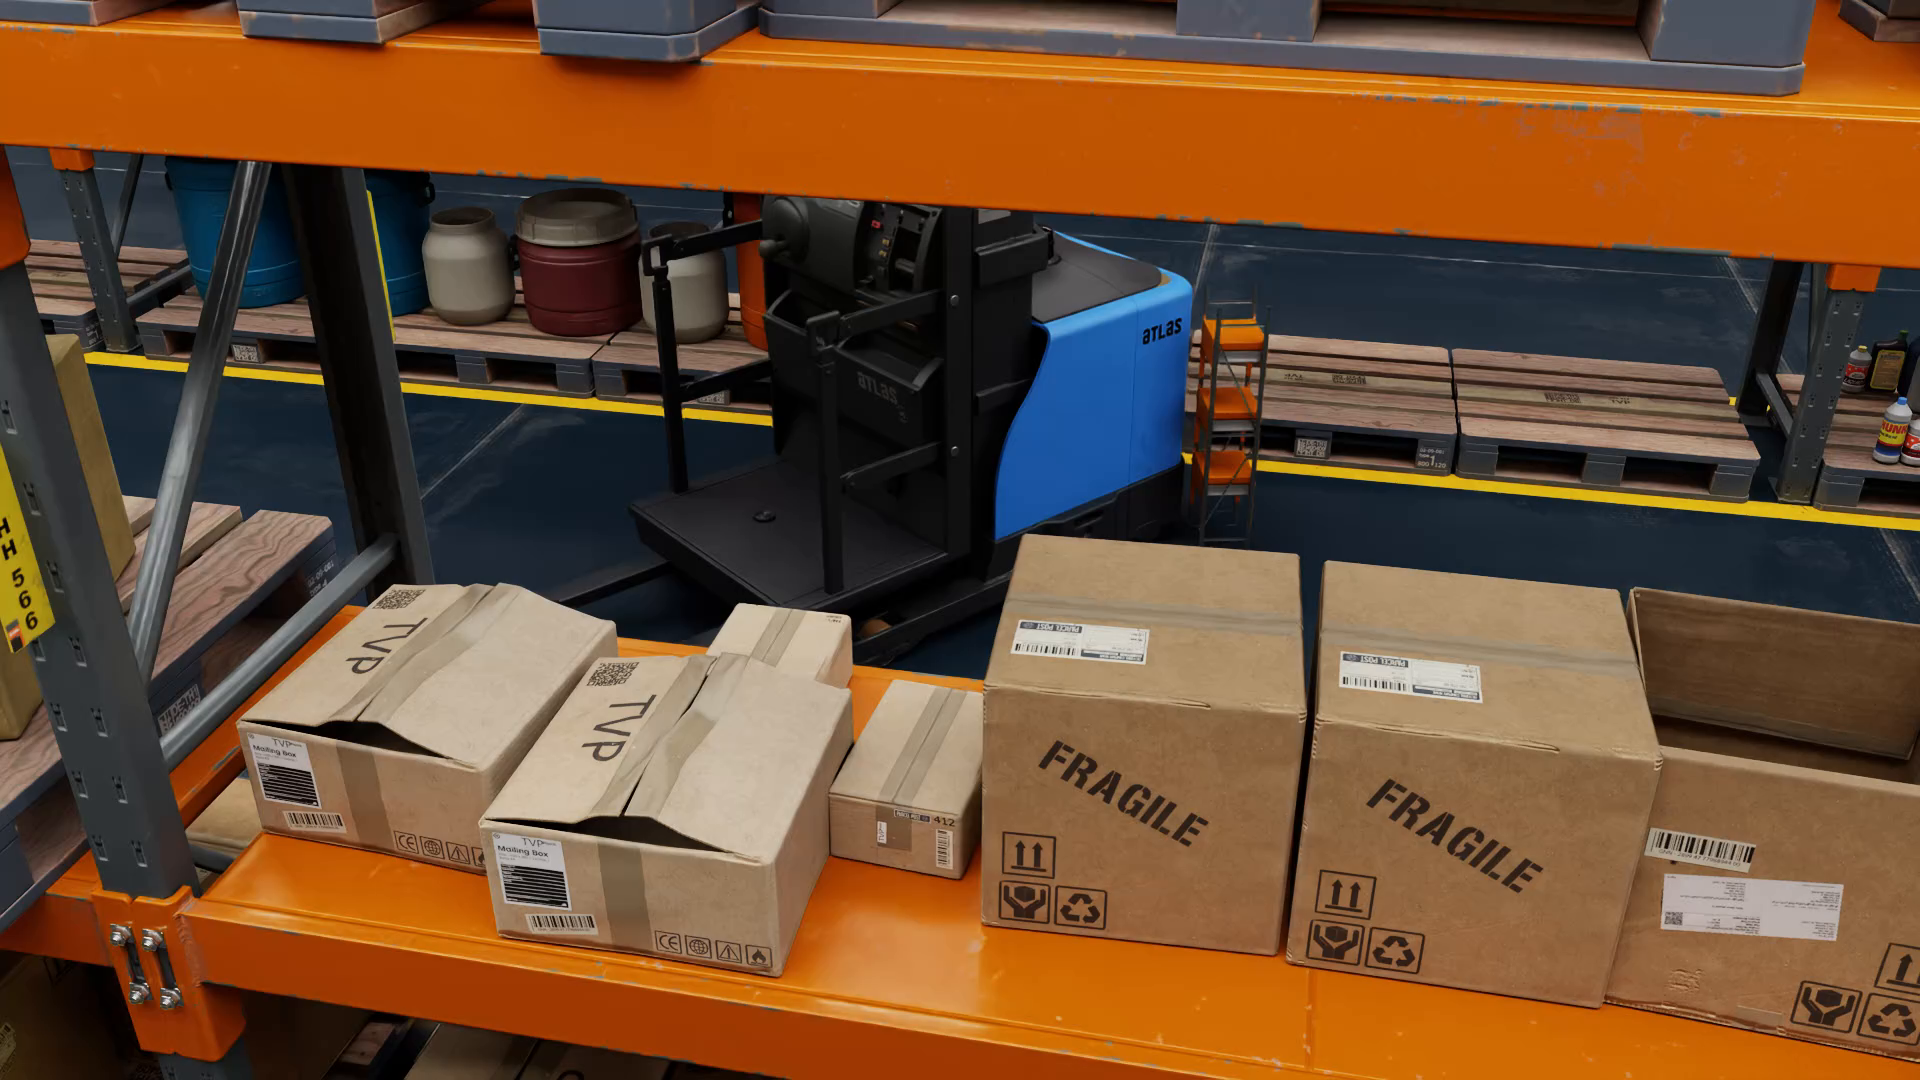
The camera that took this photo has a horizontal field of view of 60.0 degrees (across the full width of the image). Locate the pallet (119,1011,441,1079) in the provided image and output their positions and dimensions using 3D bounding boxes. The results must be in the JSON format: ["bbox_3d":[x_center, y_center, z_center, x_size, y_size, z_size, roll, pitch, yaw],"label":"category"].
[{"bbox_3d":[-2.046,1.355,4.055,1.213,0.211,1.003,6,29,11],"label":"pallet"}]

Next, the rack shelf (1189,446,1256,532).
[{"bbox_3d":[1.044,-0.205,6.631,0.215,0.259,0.240,-1,29,-2],"label":"rack shelf"}]

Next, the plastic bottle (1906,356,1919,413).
[{"bbox_3d":[4.286,-0.734,7.268,0.185,0.351,0.144,6,29,11],"label":"plastic bottle"}]

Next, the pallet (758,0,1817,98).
[{"bbox_3d":[0.453,-0.872,2.291,1.213,0.211,1.003,7,30,13],"label":"pallet"}]

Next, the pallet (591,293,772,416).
[{"bbox_3d":[-1.065,-0.938,8.243,1.213,0.211,1.003,6,29,11],"label":"pallet"}]

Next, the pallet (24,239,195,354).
[{"bbox_3d":[-4.925,-1.335,8.968,1.213,0.211,1.003,6,29,11],"label":"pallet"}]

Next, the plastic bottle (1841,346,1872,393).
[{"bbox_3d":[4.046,-0.776,7.499,0.097,0.201,0.097,0,29,0],"label":"plastic bottle"}]

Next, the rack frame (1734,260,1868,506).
[{"bbox_3d":[3.626,-1.700,6.732,0.127,3.000,1.000,6,29,11],"label":"rack frame"}]

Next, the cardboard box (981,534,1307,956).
[{"bbox_3d":[0.321,0.341,2.899,0.500,0.500,0.500,4,29,8],"label":"cardboard box"}]

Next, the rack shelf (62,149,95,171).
[{"bbox_3d":[-2.242,-1.986,8.004,4.000,0.370,1.077,6,29,11],"label":"rack shelf"}]

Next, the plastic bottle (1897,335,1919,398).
[{"bbox_3d":[4.316,-0.802,7.392,0.185,0.351,0.144,5,29,9],"label":"plastic bottle"}]

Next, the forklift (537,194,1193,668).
[{"bbox_3d":[-0.547,-1.058,5.630,3.031,2.935,1.130,-22,36,-34],"label":"forklift"}]

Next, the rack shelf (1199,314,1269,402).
[{"bbox_3d":[1.044,-0.697,6.362,0.215,0.259,0.240,-1,29,-2],"label":"rack shelf"}]

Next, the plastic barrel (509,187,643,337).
[{"bbox_3d":[-1.872,-1.382,8.225,0.708,0.588,0.600,6,29,11],"label":"plastic barrel"}]

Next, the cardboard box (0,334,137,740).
[{"bbox_3d":[-1.963,-0.014,3.110,0.500,0.500,0.700,-4,29,-6],"label":"cardboard box"}]

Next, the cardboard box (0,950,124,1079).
[{"bbox_3d":[-2.287,1.144,3.681,0.500,0.500,0.500,7,29,13],"label":"cardboard box"}]

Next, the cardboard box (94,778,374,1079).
[{"bbox_3d":[-1.709,0.948,4.039,0.500,0.500,0.500,7,29,13],"label":"cardboard box"}]

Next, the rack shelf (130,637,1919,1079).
[{"bbox_3d":[0.632,0.741,3.023,4.000,0.370,1.077,6,29,11],"label":"rack shelf"}]

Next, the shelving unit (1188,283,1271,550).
[{"bbox_3d":[1.044,-0.458,6.493,0.215,1.050,0.252,-1,29,-2],"label":"shelving unit"}]

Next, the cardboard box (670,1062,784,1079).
[{"bbox_3d":[-0.357,1.240,3.204,0.500,0.311,0.500,5,29,9],"label":"cardboard box"}]

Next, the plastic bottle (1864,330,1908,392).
[{"bbox_3d":[4.166,-0.808,7.473,0.133,0.283,0.061,7,30,13],"label":"plastic bottle"}]

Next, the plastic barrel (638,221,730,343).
[{"bbox_3d":[-1.338,-1.250,8.063,0.421,0.512,0.421,0,29,0],"label":"plastic barrel"}]

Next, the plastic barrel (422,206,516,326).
[{"bbox_3d":[-2.443,-1.363,8.270,0.421,0.512,0.421,0,29,0],"label":"plastic barrel"}]

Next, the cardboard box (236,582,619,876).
[{"bbox_3d":[-0.977,0.321,3.134,0.500,0.311,0.500,8,30,14],"label":"cardboard box"}]

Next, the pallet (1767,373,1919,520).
[{"bbox_3d":[4.274,-0.390,7.243,1.213,0.211,1.003,6,29,11],"label":"pallet"}]

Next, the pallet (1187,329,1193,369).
[{"bbox_3d":[0.464,-0.782,7.959,1.213,0.211,1.003,6,29,11],"label":"pallet"}]

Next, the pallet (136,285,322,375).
[{"bbox_3d":[-3.452,-1.182,8.690,1.213,0.211,1.003,6,29,11],"label":"pallet"}]

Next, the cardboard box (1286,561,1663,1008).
[{"bbox_3d":[0.835,0.394,2.803,0.500,0.500,0.500,6,29,11],"label":"cardboard box"}]

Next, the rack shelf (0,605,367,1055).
[{"bbox_3d":[-3.280,0.340,3.755,4.000,0.370,1.077,6,29,11],"label":"rack shelf"}]

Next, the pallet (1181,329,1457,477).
[{"bbox_3d":[1.653,-0.659,7.734,1.213,0.211,1.003,6,29,11],"label":"pallet"}]

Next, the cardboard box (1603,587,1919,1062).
[{"bbox_3d":[1.325,0.444,2.711,0.500,0.500,0.500,8,30,14],"label":"cardboard box"}]

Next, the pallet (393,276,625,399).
[{"bbox_3d":[-2.255,-1.061,8.468,1.213,0.211,1.003,6,29,11],"label":"pallet"}]

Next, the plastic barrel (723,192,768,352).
[{"bbox_3d":[-0.768,-1.375,7.960,0.708,0.830,0.600,6,29,11],"label":"plastic barrel"}]

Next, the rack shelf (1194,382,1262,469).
[{"bbox_3d":[1.044,-0.449,6.498,0.215,0.259,0.240,-1,29,-2],"label":"rack shelf"}]

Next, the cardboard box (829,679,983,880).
[{"bbox_3d":[-0.065,0.436,3.091,0.250,0.149,0.380,8,30,14],"label":"cardboard box"}]

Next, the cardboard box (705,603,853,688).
[{"bbox_3d":[-0.386,0.295,3.349,0.250,0.149,0.380,6,29,11],"label":"cardboard box"}]

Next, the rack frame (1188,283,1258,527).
[{"bbox_3d":[1.039,-0.516,6.600,0.200,1.050,0.008,-1,29,-2],"label":"rack frame"}]

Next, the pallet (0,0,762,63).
[{"bbox_3d":[-0.641,-0.982,2.494,1.003,0.211,1.213,7,30,13],"label":"pallet"}]

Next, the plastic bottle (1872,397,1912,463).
[{"bbox_3d":[3.846,-0.459,6.847,0.097,0.271,0.097,0,29,0],"label":"plastic bottle"}]

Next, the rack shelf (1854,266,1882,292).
[{"bbox_3d":[5.582,-1.184,6.538,4.000,0.370,1.077,6,29,11],"label":"rack shelf"}]

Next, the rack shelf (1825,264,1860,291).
[{"bbox_3d":[1.670,-1.585,7.271,4.000,0.370,1.077,6,29,11],"label":"rack shelf"}]

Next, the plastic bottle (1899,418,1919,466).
[{"bbox_3d":[3.946,-0.418,6.845,0.097,0.201,0.097,0,29,0],"label":"plastic bottle"}]

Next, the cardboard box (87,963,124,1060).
[{"bbox_3d":[-2.222,0.898,4.131,0.500,0.500,0.500,5,29,9],"label":"cardboard box"}]

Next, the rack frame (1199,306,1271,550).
[{"bbox_3d":[1.049,-0.399,6.386,0.200,1.050,0.008,-1,29,-2],"label":"rack frame"}]

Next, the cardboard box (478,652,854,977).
[{"bbox_3d":[-0.489,0.444,2.908,0.500,0.311,0.500,6,29,10],"label":"cardboard box"}]

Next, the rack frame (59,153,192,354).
[{"bbox_3d":[-4.197,-2.502,8.197,0.127,3.000,1.000,6,29,11],"label":"rack frame"}]

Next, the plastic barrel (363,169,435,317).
[{"bbox_3d":[-2.976,-1.633,8.356,0.708,0.901,0.600,6,29,11],"label":"plastic barrel"}]

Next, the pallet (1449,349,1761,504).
[{"bbox_3d":[2.850,-0.538,7.512,1.213,0.211,1.003,6,29,11],"label":"pallet"}]

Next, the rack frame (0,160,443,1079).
[{"bbox_3d":[-1.324,0.225,3.216,0.127,3.000,1.000,6,29,11],"label":"rack frame"}]

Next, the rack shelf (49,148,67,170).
[{"bbox_3d":[-6.153,-2.387,8.736,4.000,0.370,1.077,6,29,11],"label":"rack shelf"}]

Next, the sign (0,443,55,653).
[{"bbox_3d":[-1.428,0.007,2.490,0.005,0.325,0.100,6,29,11],"label":"sign"}]

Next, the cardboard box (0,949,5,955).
[{"bbox_3d":[-2.343,0.812,3.507,0.500,0.250,0.500,7,29,12],"label":"cardboard box"}]

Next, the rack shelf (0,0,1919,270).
[{"bbox_3d":[0.632,-0.575,2.302,4.000,0.370,1.077,6,29,11],"label":"rack shelf"}]

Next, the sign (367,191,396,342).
[{"bbox_3d":[-1.211,-0.544,3.415,0.005,0.325,0.100,6,29,11],"label":"sign"}]

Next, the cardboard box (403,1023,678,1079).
[{"bbox_3d":[-0.873,1.191,3.293,0.500,0.311,0.500,7,29,12],"label":"cardboard box"}]

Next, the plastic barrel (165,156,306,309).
[{"bbox_3d":[-3.669,-1.704,8.486,0.708,0.901,0.600,6,29,11],"label":"plastic barrel"}]

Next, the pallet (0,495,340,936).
[{"bbox_3d":[-2.001,0.274,3.326,1.003,0.211,1.213,6,29,11],"label":"pallet"}]
